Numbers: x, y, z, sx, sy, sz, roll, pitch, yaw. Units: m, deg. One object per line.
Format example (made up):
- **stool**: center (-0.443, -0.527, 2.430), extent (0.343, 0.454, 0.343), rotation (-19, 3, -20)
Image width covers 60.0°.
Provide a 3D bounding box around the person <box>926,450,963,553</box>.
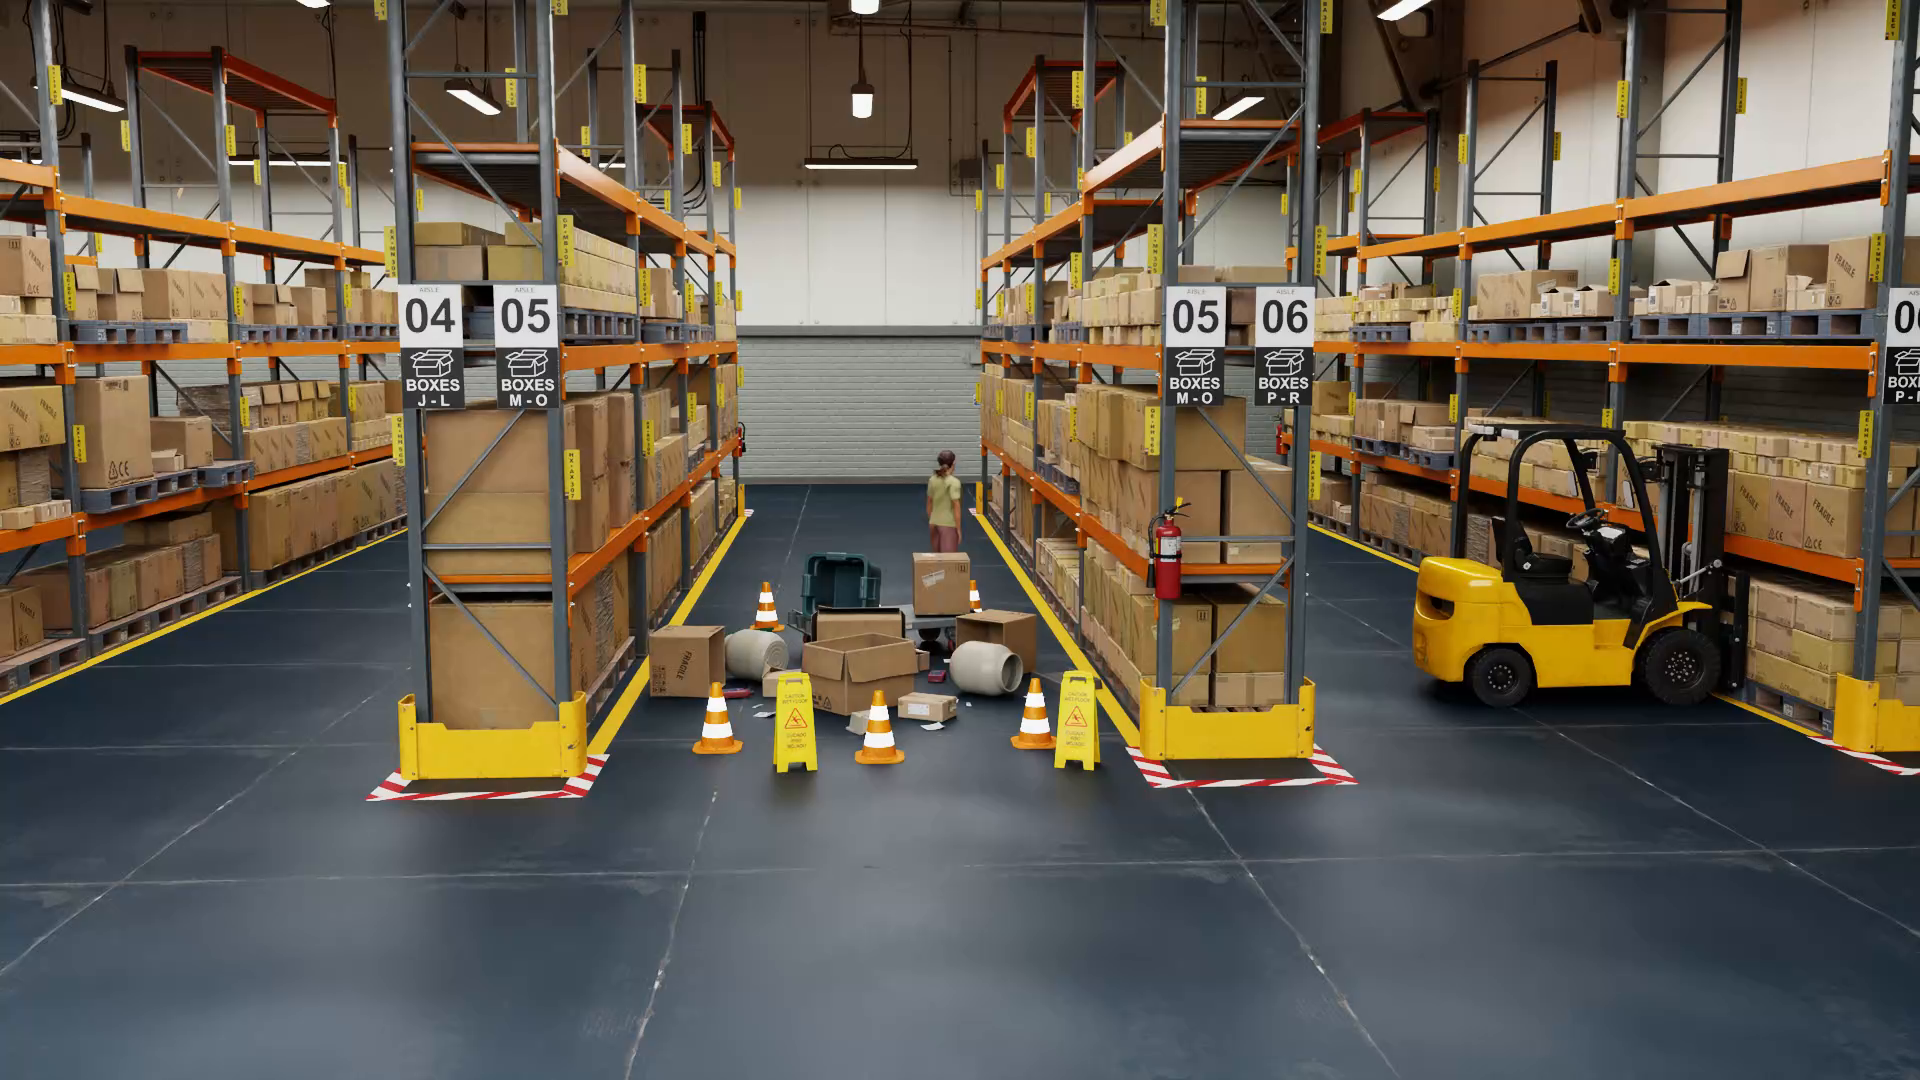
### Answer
- **person**: center (-0.131, -0.111, 17.468), extent (0.429, 1.674, 0.519), rotation (-6, 9, -42)
